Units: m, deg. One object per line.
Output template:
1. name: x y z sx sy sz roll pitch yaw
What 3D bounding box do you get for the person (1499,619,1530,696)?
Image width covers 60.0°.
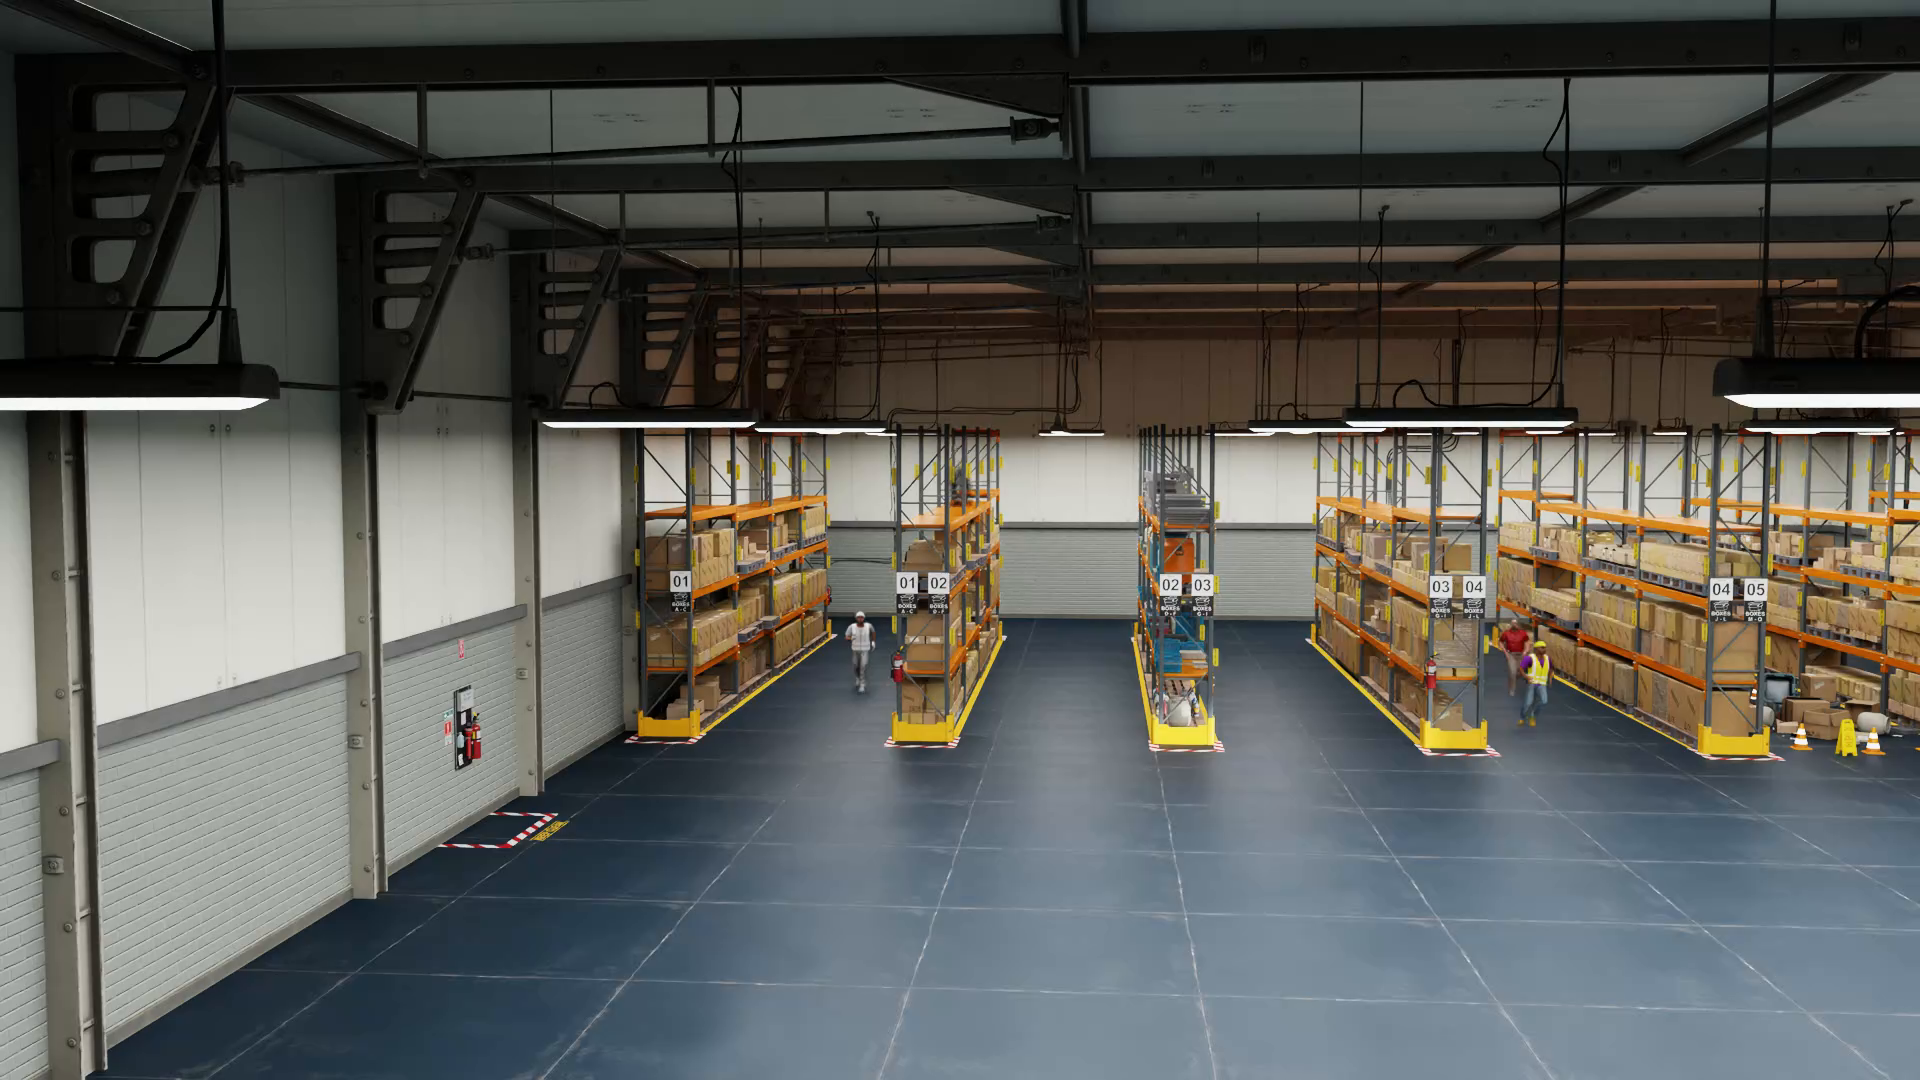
1. person: 12.413 2.622 37.263 0.683 1.718 0.641 0 3 5

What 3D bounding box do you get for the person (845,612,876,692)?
1. person: -2.269 2.505 37.752 0.696 1.777 0.956 0 3 -1

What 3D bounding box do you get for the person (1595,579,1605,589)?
1. person: 18.404 1.973 47.917 0.735 1.725 0.545 -1 4 -16

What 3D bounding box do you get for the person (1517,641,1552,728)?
1. person: 11.444 2.855 32.961 0.765 1.720 0.608 0 3 -4
